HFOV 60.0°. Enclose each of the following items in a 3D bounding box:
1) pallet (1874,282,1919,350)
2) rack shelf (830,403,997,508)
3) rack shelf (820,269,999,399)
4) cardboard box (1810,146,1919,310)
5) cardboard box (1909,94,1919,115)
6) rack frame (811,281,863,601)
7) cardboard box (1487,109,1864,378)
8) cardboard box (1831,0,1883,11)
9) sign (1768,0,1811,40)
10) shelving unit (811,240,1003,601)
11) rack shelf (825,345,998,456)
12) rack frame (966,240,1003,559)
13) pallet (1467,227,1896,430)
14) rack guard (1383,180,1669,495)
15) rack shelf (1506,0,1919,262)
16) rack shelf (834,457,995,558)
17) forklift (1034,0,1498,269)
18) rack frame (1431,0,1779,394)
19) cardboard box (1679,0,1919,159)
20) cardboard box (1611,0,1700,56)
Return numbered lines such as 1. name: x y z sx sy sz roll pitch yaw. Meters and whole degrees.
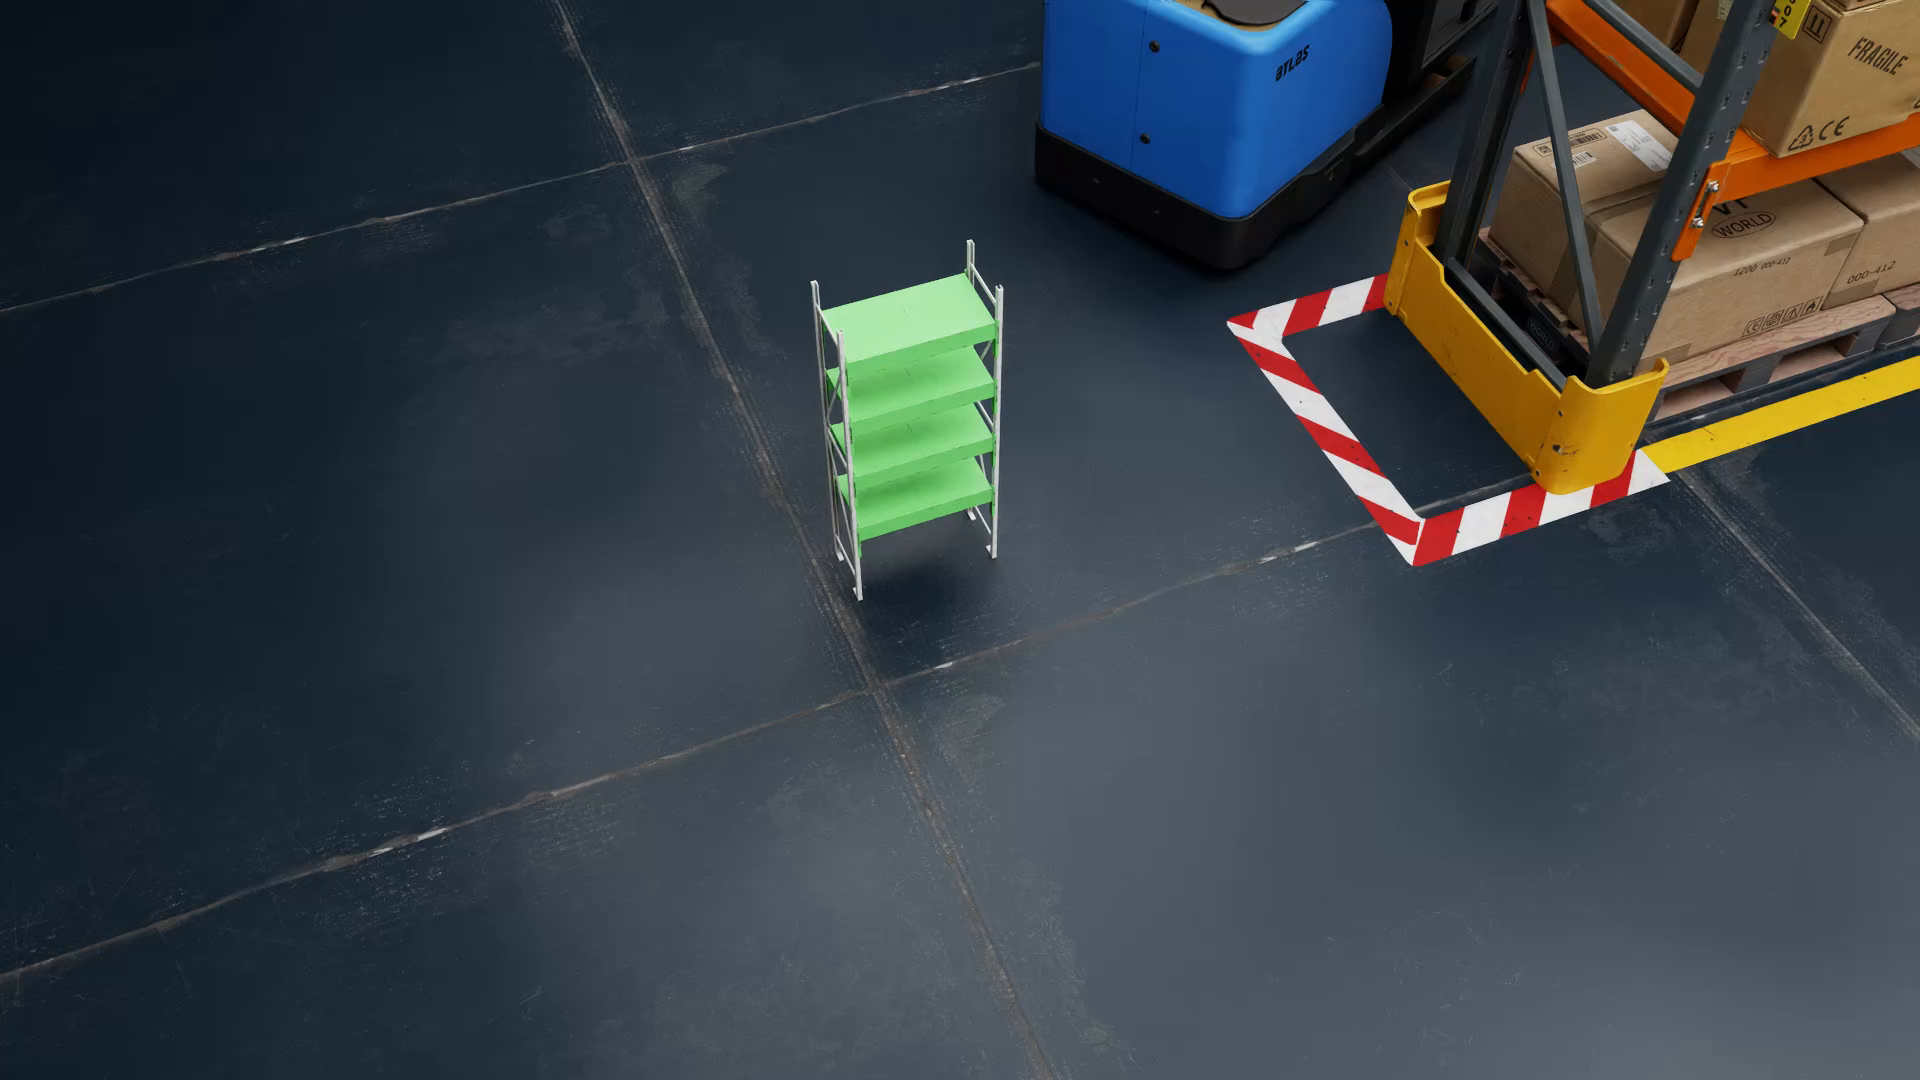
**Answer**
1. pallet: 3.887 -1.311 6.737 1.213 0.211 1.003 -17 52 -14
2. rack shelf: -0.153 -0.302 5.303 0.480 0.148 0.258 -17 52 -14
3. rack shelf: -0.153 -0.615 4.938 0.480 0.148 0.258 -17 52 -14
4. cardboard box: 3.466 -1.418 6.403 0.875 0.438 0.875 -16 51 -13
5. cardboard box: 3.059 -1.721 5.185 0.500 0.500 0.500 -18 52 -15
6. rack frame: -0.379 -0.273 5.194 0.015 1.200 0.240 -17 52 -14
7. cardboard box: 2.622 -1.150 6.172 0.875 0.438 0.875 -19 52 -15
8. cardboard box: 2.601 -1.884 4.666 0.500 0.500 0.500 -18 52 -15
9. sign: 2.253 -1.504 4.442 0.005 0.325 0.100 -17 52 -14
10. shelving unit: -0.153 -0.343 5.254 0.503 1.200 0.258 -17 52 -14
11. rack shelf: -0.153 -0.458 5.120 0.480 0.148 0.258 -17 52 -14
12. rack frame: 0.073 -0.413 5.314 0.015 1.200 0.240 -17 52 -14
13. pallet: 2.759 -0.964 6.439 1.213 0.211 1.003 -17 52 -14
14. rack guard: 2.026 -0.767 6.079 0.348 0.500 1.175 -17 52 -14
15. rack shelf: 3.900 -1.927 5.902 4.000 0.370 1.077 -17 52 -14
16. rack shelf: -0.153 -0.145 5.485 0.480 0.148 0.258 -17 52 -14
17. forklift: 1.652 -3.076 6.460 1.130 2.935 3.031 33 57 25
18. rack frame: 2.049 -1.588 5.137 0.127 3.000 1.000 -17 52 -14
19. cardboard box: 2.602 -1.557 5.044 0.500 0.500 0.500 -18 52 -15
20. cardboard box: 2.395 -1.945 5.377 0.500 0.500 0.500 -17 51 -14
